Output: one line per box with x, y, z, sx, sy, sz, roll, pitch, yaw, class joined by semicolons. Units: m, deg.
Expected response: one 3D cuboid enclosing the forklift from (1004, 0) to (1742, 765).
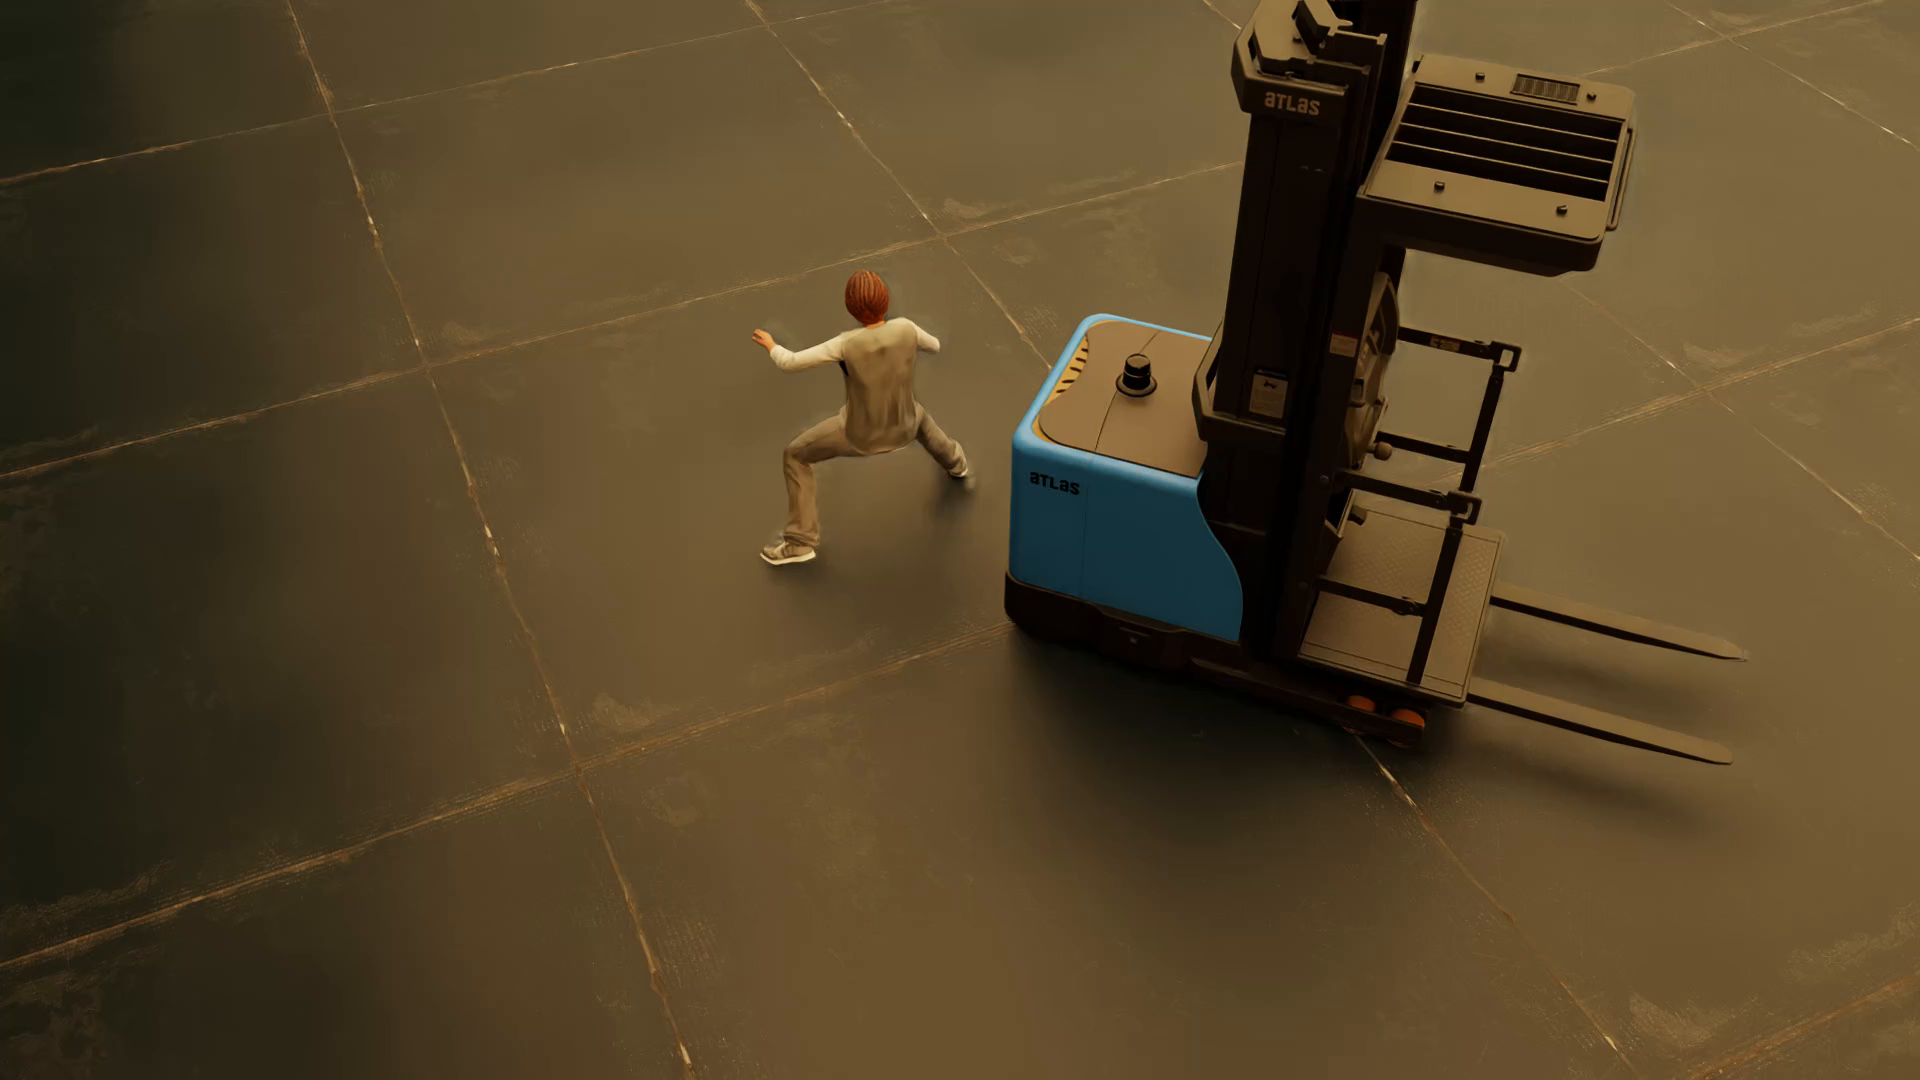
1.766;-0.624;6.349;3.031;2.935;1.130;15;45;16;forklift

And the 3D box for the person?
-0.456;-0.637;7.500;1.126;1.377;0.648;-15;45;-15;person
